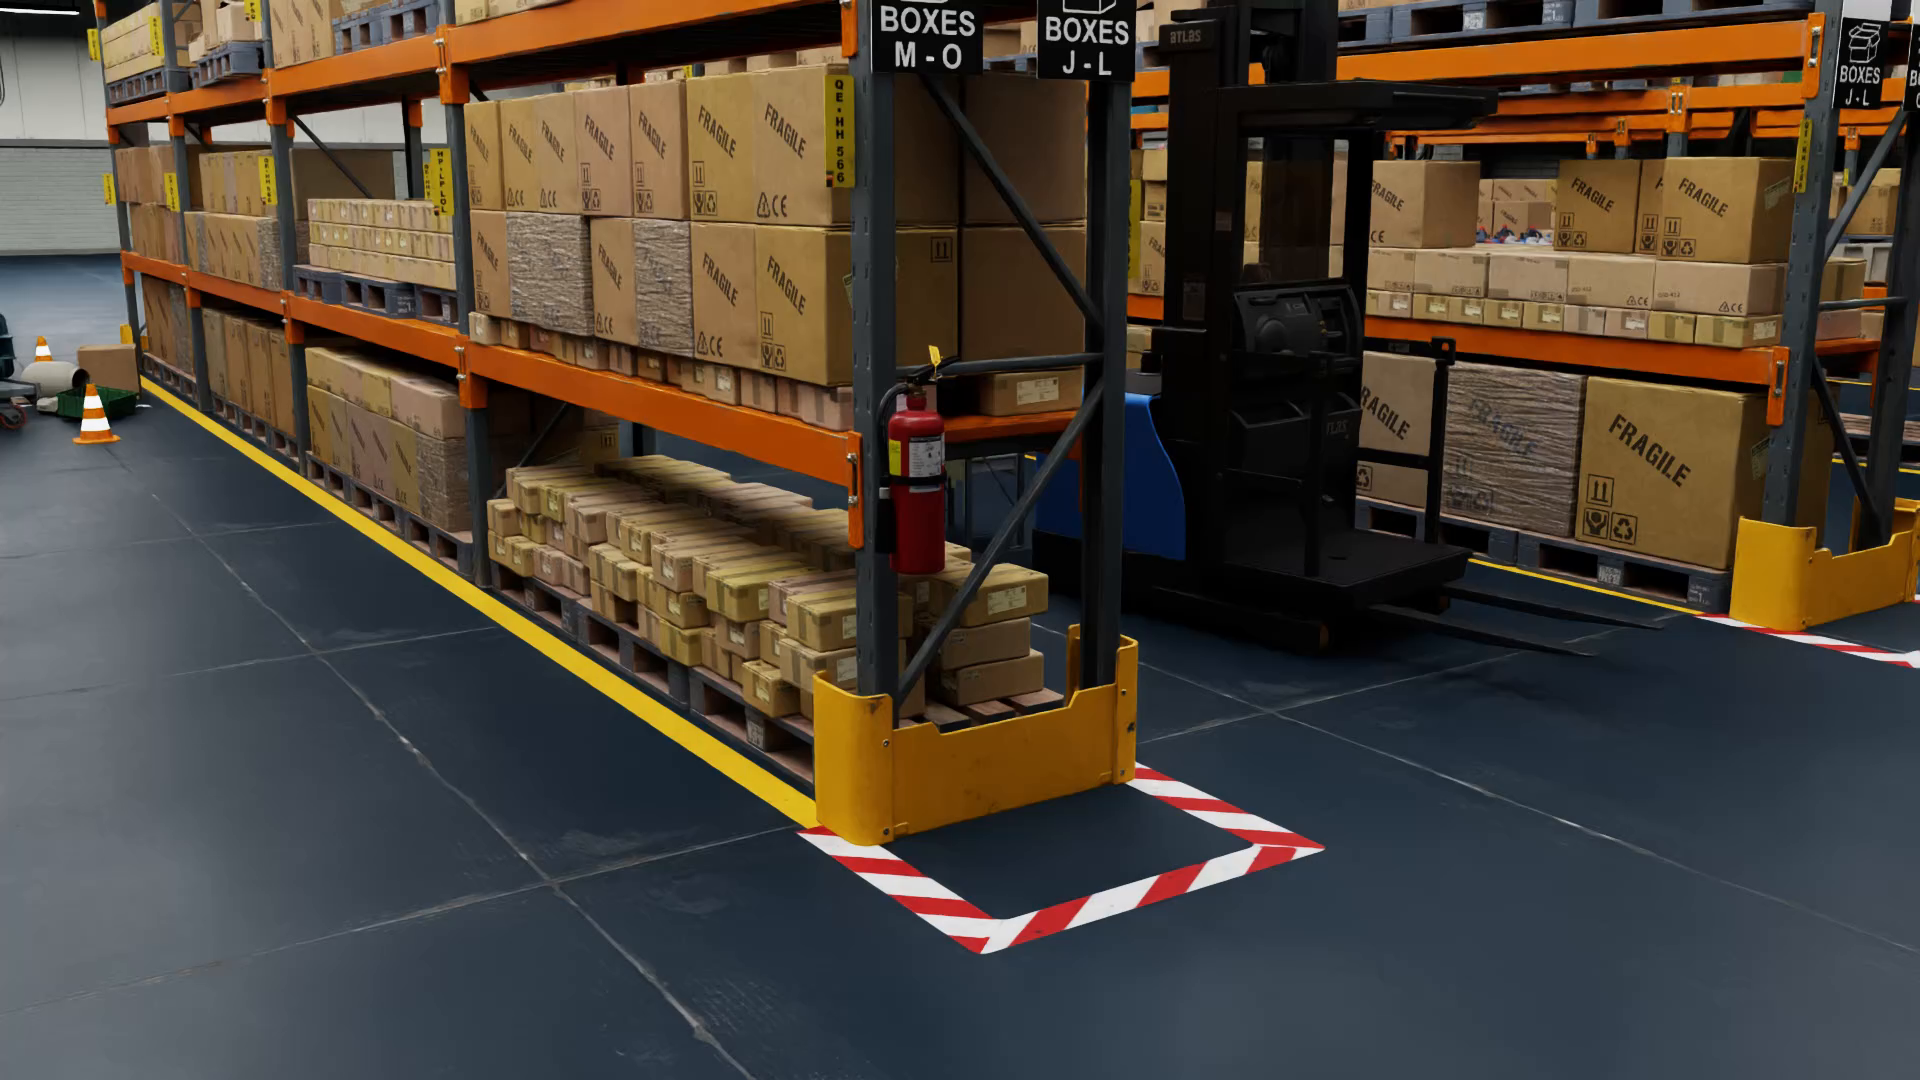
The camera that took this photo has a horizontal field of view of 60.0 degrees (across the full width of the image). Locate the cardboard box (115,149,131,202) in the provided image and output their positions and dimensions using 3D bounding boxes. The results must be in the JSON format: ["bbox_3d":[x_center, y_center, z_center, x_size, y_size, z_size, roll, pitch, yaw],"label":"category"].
[{"bbox_3d":[-8.577,-3.936,17.959,0.875,0.550,0.550,-8,15,-33],"label":"cardboard box"}]

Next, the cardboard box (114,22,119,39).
[{"bbox_3d":[-8.268,-5.114,16.708,0.380,0.149,0.250,-8,15,-34],"label":"cardboard box"}]

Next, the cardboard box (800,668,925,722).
[{"bbox_3d":[-0.351,0.559,5.976,0.380,0.149,0.250,-8,15,-32],"label":"cardboard box"}]

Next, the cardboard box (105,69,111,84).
[{"bbox_3d":[-8.827,-4.903,17.612,0.380,0.149,0.250,-8,15,-32],"label":"cardboard box"}]

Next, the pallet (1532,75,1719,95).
[{"bbox_3d":[5.691,-3.928,14.222,1.213,0.211,1.003,-8,15,-33],"label":"pallet"}]

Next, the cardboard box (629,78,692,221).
[{"bbox_3d":[-0.923,-1.476,6.319,0.500,0.500,0.500,-7,14,-30],"label":"cardboard box"}]

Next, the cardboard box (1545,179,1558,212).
[{"bbox_3d":[9.502,-5.372,25.957,0.500,0.500,0.500,-8,15,-33],"label":"cardboard box"}]

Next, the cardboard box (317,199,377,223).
[{"bbox_3d":[-4.072,-2.203,11.128,0.380,0.149,0.250,-9,15,-34],"label":"cardboard box"}]

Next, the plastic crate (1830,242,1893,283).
[{"bbox_3d":[6.899,-2.105,12.602,0.437,0.282,0.530,-8,15,-33],"label":"plastic crate"}]

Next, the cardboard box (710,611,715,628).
[{"bbox_3d":[-0.768,0.270,6.600,0.380,0.149,0.250,-8,15,-33],"label":"cardboard box"}]

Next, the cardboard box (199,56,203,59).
[{"bbox_3d":[-6.166,-4.077,13.833,0.250,0.149,0.380,-8,15,-33],"label":"cardboard box"}]

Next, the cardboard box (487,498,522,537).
[{"bbox_3d":[-2.167,-0.127,8.414,0.380,0.149,0.250,-7,14,-30],"label":"cardboard box"}]

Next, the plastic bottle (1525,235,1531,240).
[{"bbox_3d":[5.356,-2.739,15.665,0.097,0.271,0.097,0,12,0],"label":"plastic bottle"}]

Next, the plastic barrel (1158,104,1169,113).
[{"bbox_3d":[2.599,-5.379,19.241,0.600,0.901,0.600,0,12,0],"label":"plastic barrel"}]

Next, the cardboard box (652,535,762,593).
[{"bbox_3d":[-1.017,0.096,6.701,0.380,0.149,0.250,-7,14,-31],"label":"cardboard box"}]

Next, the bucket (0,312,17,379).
[{"bbox_3d":[-8.529,-1.589,14.210,0.726,0.611,0.620,-3,23,-13],"label":"bucket"}]

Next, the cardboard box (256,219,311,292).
[{"bbox_3d":[-4.791,-2.080,12.117,0.500,0.500,0.500,-8,15,-33],"label":"cardboard box"}]

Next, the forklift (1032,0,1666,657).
[{"bbox_3d":[1.751,-1.032,7.721,1.130,2.935,3.031,-11,17,-42],"label":"forklift"}]

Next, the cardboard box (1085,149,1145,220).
[{"bbox_3d":[1.352,-2.615,12.218,0.797,0.503,0.637,-8,15,-32],"label":"cardboard box"}]

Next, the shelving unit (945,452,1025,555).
[{"bbox_3d":[-0.004,-0.734,9.707,0.431,1.500,0.755,-8,15,-33],"label":"shelving unit"}]

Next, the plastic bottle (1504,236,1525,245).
[{"bbox_3d":[5.034,-2.618,15.101,0.152,0.276,0.135,-8,15,-33],"label":"plastic bottle"}]

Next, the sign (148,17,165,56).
[{"bbox_3d":[-6.995,-4.385,14.474,0.100,0.325,0.005,-8,15,-33],"label":"sign"}]

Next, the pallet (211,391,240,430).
[{"bbox_3d":[-6.044,-1.204,14.871,1.003,0.211,1.213,-8,15,-33],"label":"pallet"}]

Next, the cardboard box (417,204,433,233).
[{"bbox_3d":[-2.778,-1.787,9.223,0.380,0.149,0.250,-9,15,-35],"label":"cardboard box"}]

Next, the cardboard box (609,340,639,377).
[{"bbox_3d":[-1.260,-0.789,7.036,0.380,0.149,0.250,-7,14,-31],"label":"cardboard box"}]

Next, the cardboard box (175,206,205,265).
[{"bbox_3d":[-6.749,-2.832,15.438,0.875,0.550,0.550,-8,15,-33],"label":"cardboard box"}]

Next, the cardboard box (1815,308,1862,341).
[{"bbox_3d":[4.377,-1.109,8.498,0.380,0.149,0.250,-8,15,-32],"label":"cardboard box"}]

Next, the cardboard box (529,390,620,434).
[{"bbox_3d":[-2.291,-0.784,9.540,0.500,0.250,0.500,-9,15,-35],"label":"cardboard box"}]

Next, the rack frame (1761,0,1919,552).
[{"bbox_3d":[4.299,-1.129,8.003,1.000,3.000,0.127,-8,15,-33],"label":"rack frame"}]

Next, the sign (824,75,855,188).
[{"bbox_3d":[-0.359,-1.218,4.959,0.100,0.325,0.005,-8,15,-33],"label":"sign"}]

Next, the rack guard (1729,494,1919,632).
[{"bbox_3d":[4.313,0.096,8.251,1.175,0.500,0.348,-8,15,-33],"label":"rack guard"}]

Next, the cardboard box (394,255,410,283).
[{"bbox_3d":[-3.065,-1.585,9.694,0.380,0.149,0.250,-9,15,-35],"label":"cardboard box"}]

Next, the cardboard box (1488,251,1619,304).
[{"bbox_3d":[3.247,-1.437,9.065,0.500,0.250,0.500,-9,15,-35],"label":"cardboard box"}]

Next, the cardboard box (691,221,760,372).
[{"bbox_3d":[-0.630,-0.896,6.006,0.500,0.500,0.500,-8,15,-34],"label":"cardboard box"}]

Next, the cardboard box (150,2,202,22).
[{"bbox_3d":[-7.002,-4.708,14.851,0.380,0.149,0.250,-8,15,-33],"label":"cardboard box"}]

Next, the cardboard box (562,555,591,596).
[{"bbox_3d":[-1.657,0.144,7.874,0.380,0.149,0.250,-8,15,-34],"label":"cardboard box"}]

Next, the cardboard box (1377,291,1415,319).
[{"bbox_3d":[2.689,-1.395,9.809,0.380,0.149,0.250,-8,15,-32],"label":"cardboard box"}]

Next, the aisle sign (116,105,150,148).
[{"bbox_3d":[-9.040,-4.653,18.031,0.394,0.787,0.004,-8,15,-33],"label":"aisle sign"}]

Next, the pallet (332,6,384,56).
[{"bbox_3d":[-2.932,-2.951,9.755,1.213,0.211,1.003,-8,15,-33],"label":"pallet"}]

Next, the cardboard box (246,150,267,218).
[{"bbox_3d":[-5.126,-2.782,12.987,0.700,0.500,0.500,-8,15,-34],"label":"cardboard box"}]

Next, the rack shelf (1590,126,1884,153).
[{"bbox_3d":[11.130,-5.780,23.936,1.077,0.370,4.000,-8,15,-33],"label":"rack shelf"}]

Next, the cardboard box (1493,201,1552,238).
[{"bbox_3d":[7.173,-4.069,21.214,0.500,0.500,0.500,-9,15,-36],"label":"cardboard box"}]

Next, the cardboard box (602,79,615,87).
[{"bbox_3d":[-3.913,-5.250,19.243,0.380,0.149,0.250,-9,15,-35],"label":"cardboard box"}]

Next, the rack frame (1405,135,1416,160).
[{"bbox_3d":[5.900,-4.435,23.121,1.000,3.000,0.127,-8,15,-33],"label":"rack frame"}]

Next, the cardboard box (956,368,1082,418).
[{"bbox_3d":[0.208,-0.534,5.869,0.380,0.149,0.250,-8,15,-33],"label":"cardboard box"}]

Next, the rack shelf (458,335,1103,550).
[{"bbox_3d":[-0.994,-0.564,7.104,1.077,0.370,4.000,-8,15,-33],"label":"rack shelf"}]

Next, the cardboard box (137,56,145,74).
[{"bbox_3d":[-7.565,-4.498,15.760,0.380,0.149,0.250,-8,15,-32],"label":"cardboard box"}]

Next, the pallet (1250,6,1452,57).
[{"bbox_3d":[2.528,-3.116,10.275,1.003,0.211,1.213,-8,15,-33],"label":"pallet"}]

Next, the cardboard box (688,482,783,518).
[{"bbox_3d":[-1.064,-0.165,7.893,0.380,0.149,0.250,-9,15,-35],"label":"cardboard box"}]

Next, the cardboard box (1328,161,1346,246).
[{"bbox_3d":[2.402,-2.075,10.228,0.500,0.500,0.500,-8,15,-33],"label":"cardboard box"}]

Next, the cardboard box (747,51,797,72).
[{"bbox_3d":[-1.648,-4.721,16.185,0.797,0.503,0.637,-7,14,-30],"label":"cardboard box"}]

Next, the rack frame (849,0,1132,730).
[{"bbox_3d":[0.114,-0.560,5.401,1.000,3.000,0.127,-8,15,-33],"label":"rack frame"}]

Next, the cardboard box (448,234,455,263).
[{"bbox_3d":[-2.487,-1.546,8.821,0.380,0.149,0.250,-8,14,-31],"label":"cardboard box"}]

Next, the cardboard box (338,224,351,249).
[{"bbox_3d":[-3.775,-1.961,10.716,0.380,0.149,0.250,-8,15,-33],"label":"cardboard box"}]

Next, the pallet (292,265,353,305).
[{"bbox_3d":[-3.835,-1.775,11.406,1.213,0.211,1.003,-8,15,-33],"label":"pallet"}]
